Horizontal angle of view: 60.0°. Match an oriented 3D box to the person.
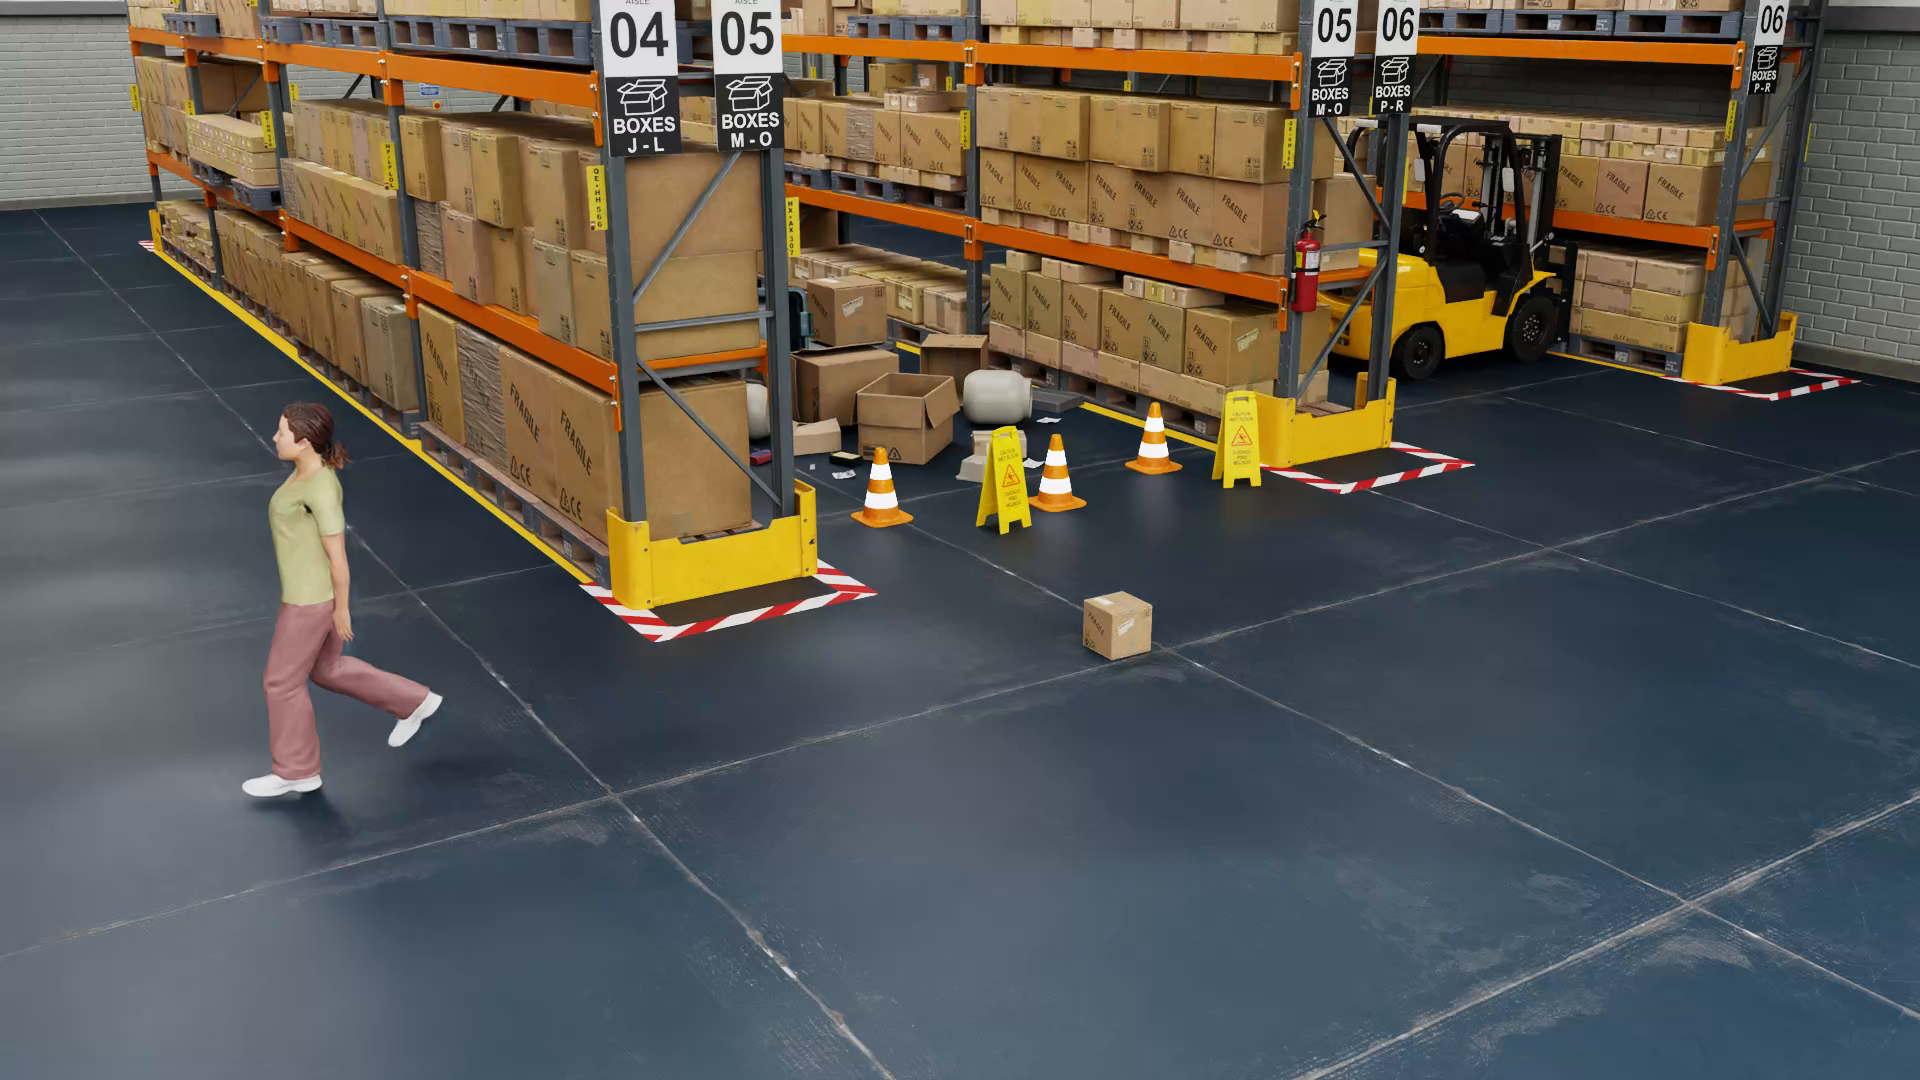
[{"bbox_3d":[-2.615,0.223,6.859,0.830,1.642,0.447,-7,19,-20],"label":"person"}]
